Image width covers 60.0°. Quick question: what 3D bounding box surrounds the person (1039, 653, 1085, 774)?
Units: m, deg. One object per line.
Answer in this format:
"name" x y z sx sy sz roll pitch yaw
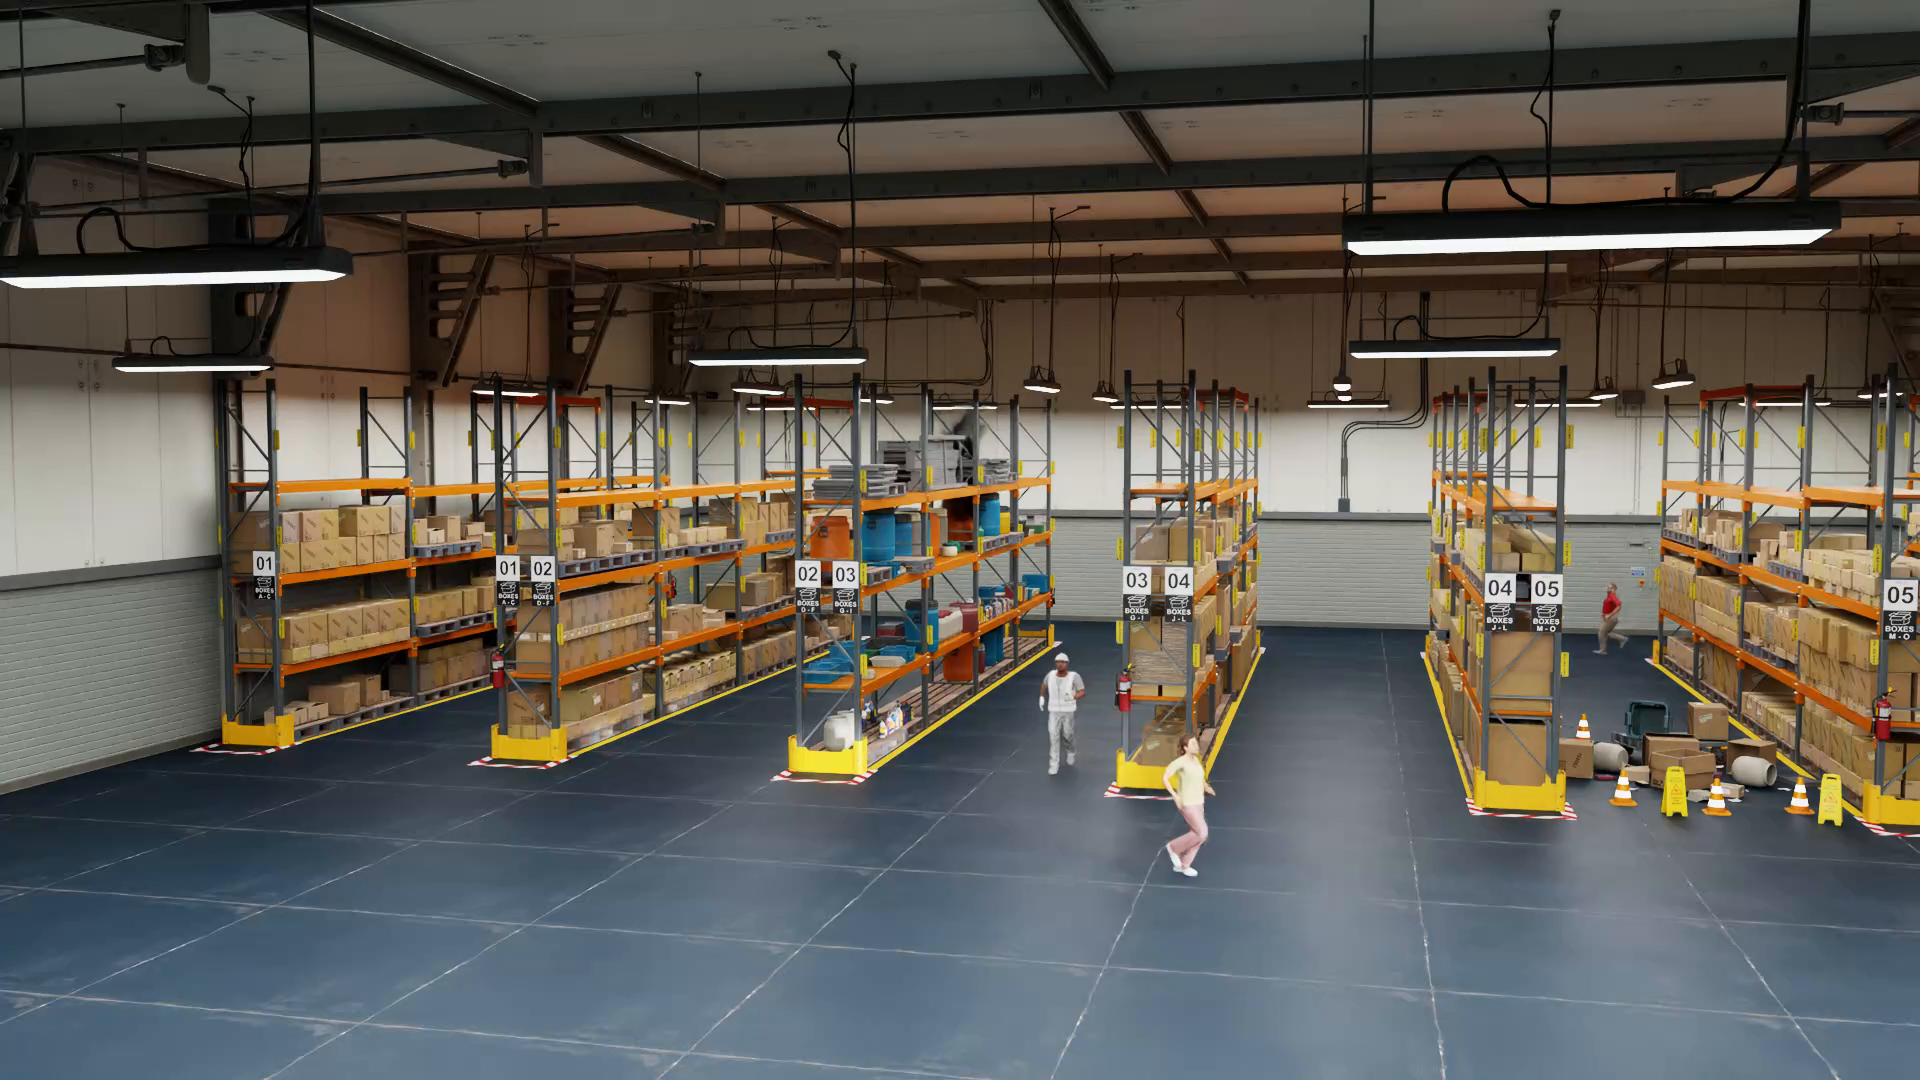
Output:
"person" 1.524 2.596 25.117 0.725 1.760 0.969 1 4 15

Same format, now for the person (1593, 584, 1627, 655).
"person" 15.188 1.847 38.750 0.775 1.677 0.709 1 4 12

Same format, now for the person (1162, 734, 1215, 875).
"person" 2.662 3.042 19.093 0.537 1.630 0.573 3 5 41
